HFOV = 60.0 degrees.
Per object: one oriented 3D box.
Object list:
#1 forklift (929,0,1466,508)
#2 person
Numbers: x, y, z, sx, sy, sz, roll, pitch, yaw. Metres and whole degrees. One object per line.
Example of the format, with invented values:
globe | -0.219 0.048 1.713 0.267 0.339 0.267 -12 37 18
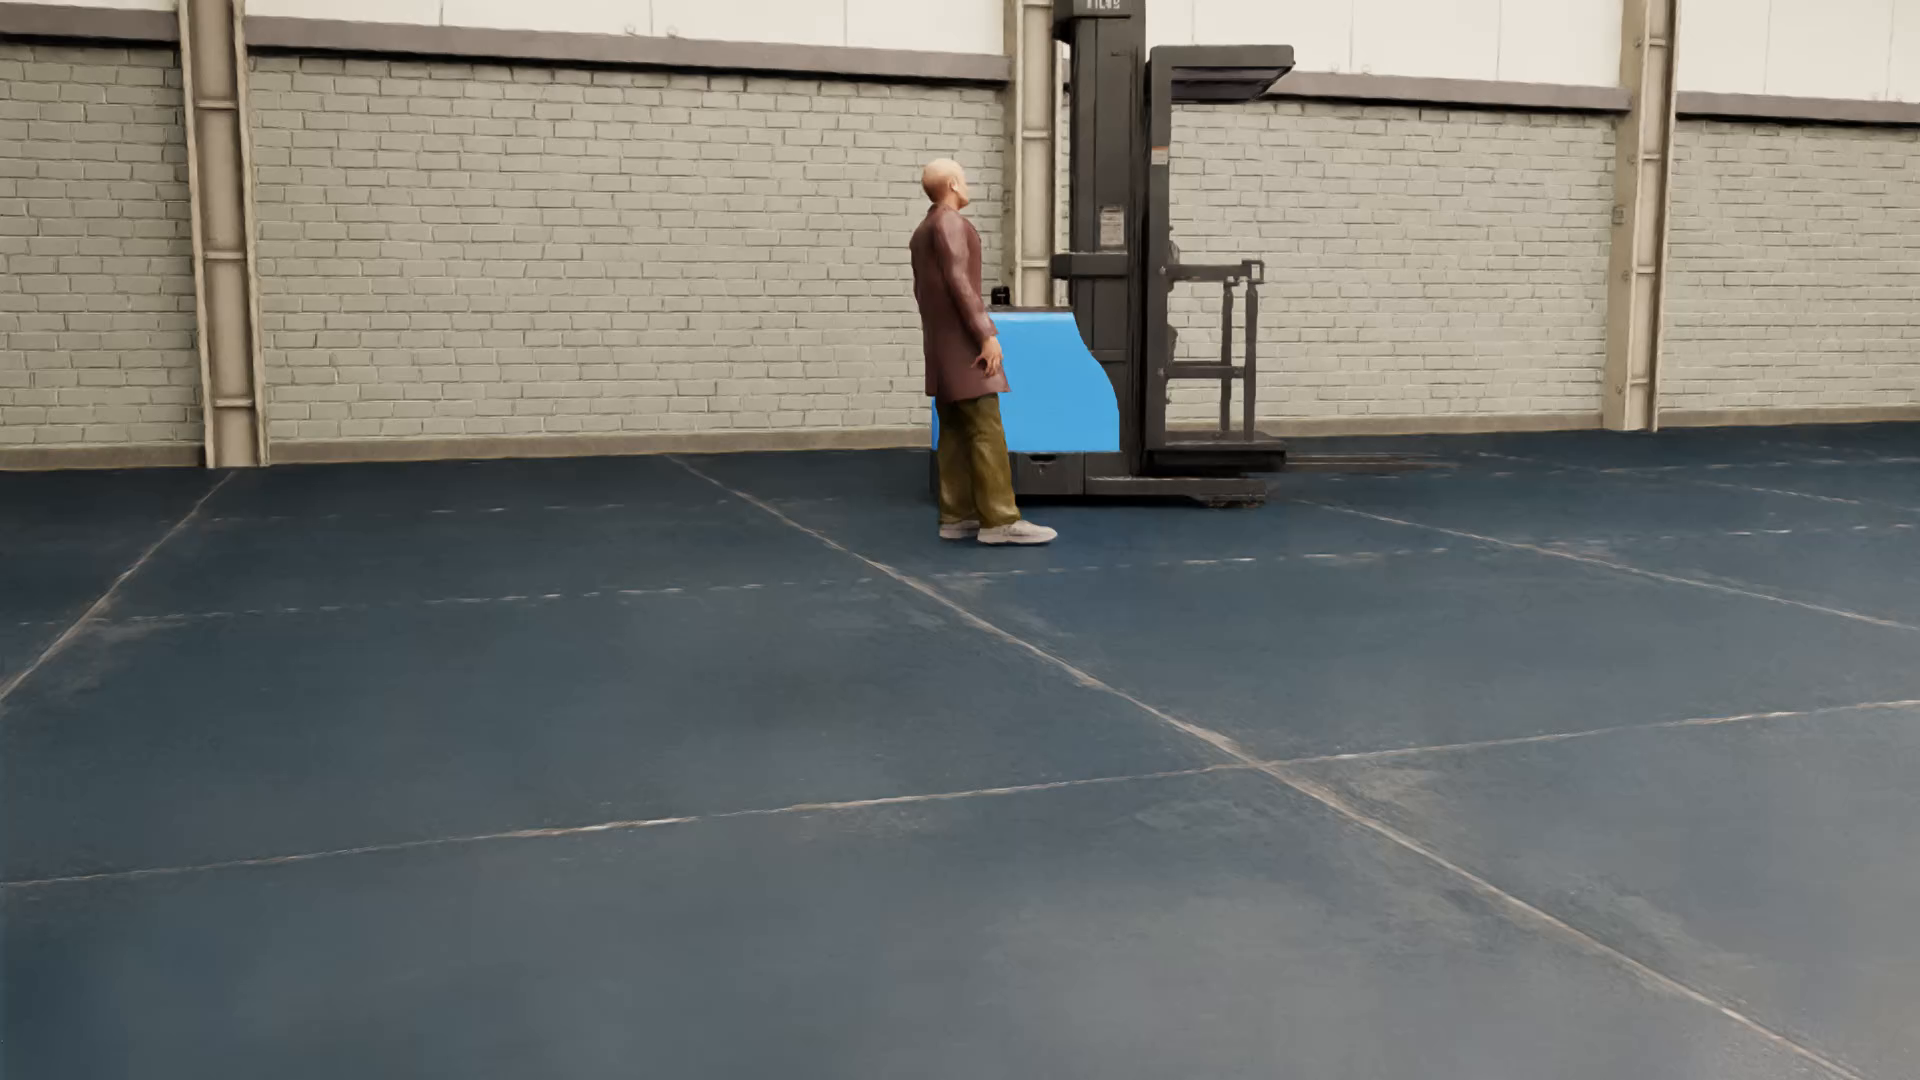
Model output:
forklift | 1.352 -1.706 9.590 3.031 2.935 1.130 0 8 1
person | 0.088 -0.891 7.827 0.580 1.776 0.694 -3 8 -18
